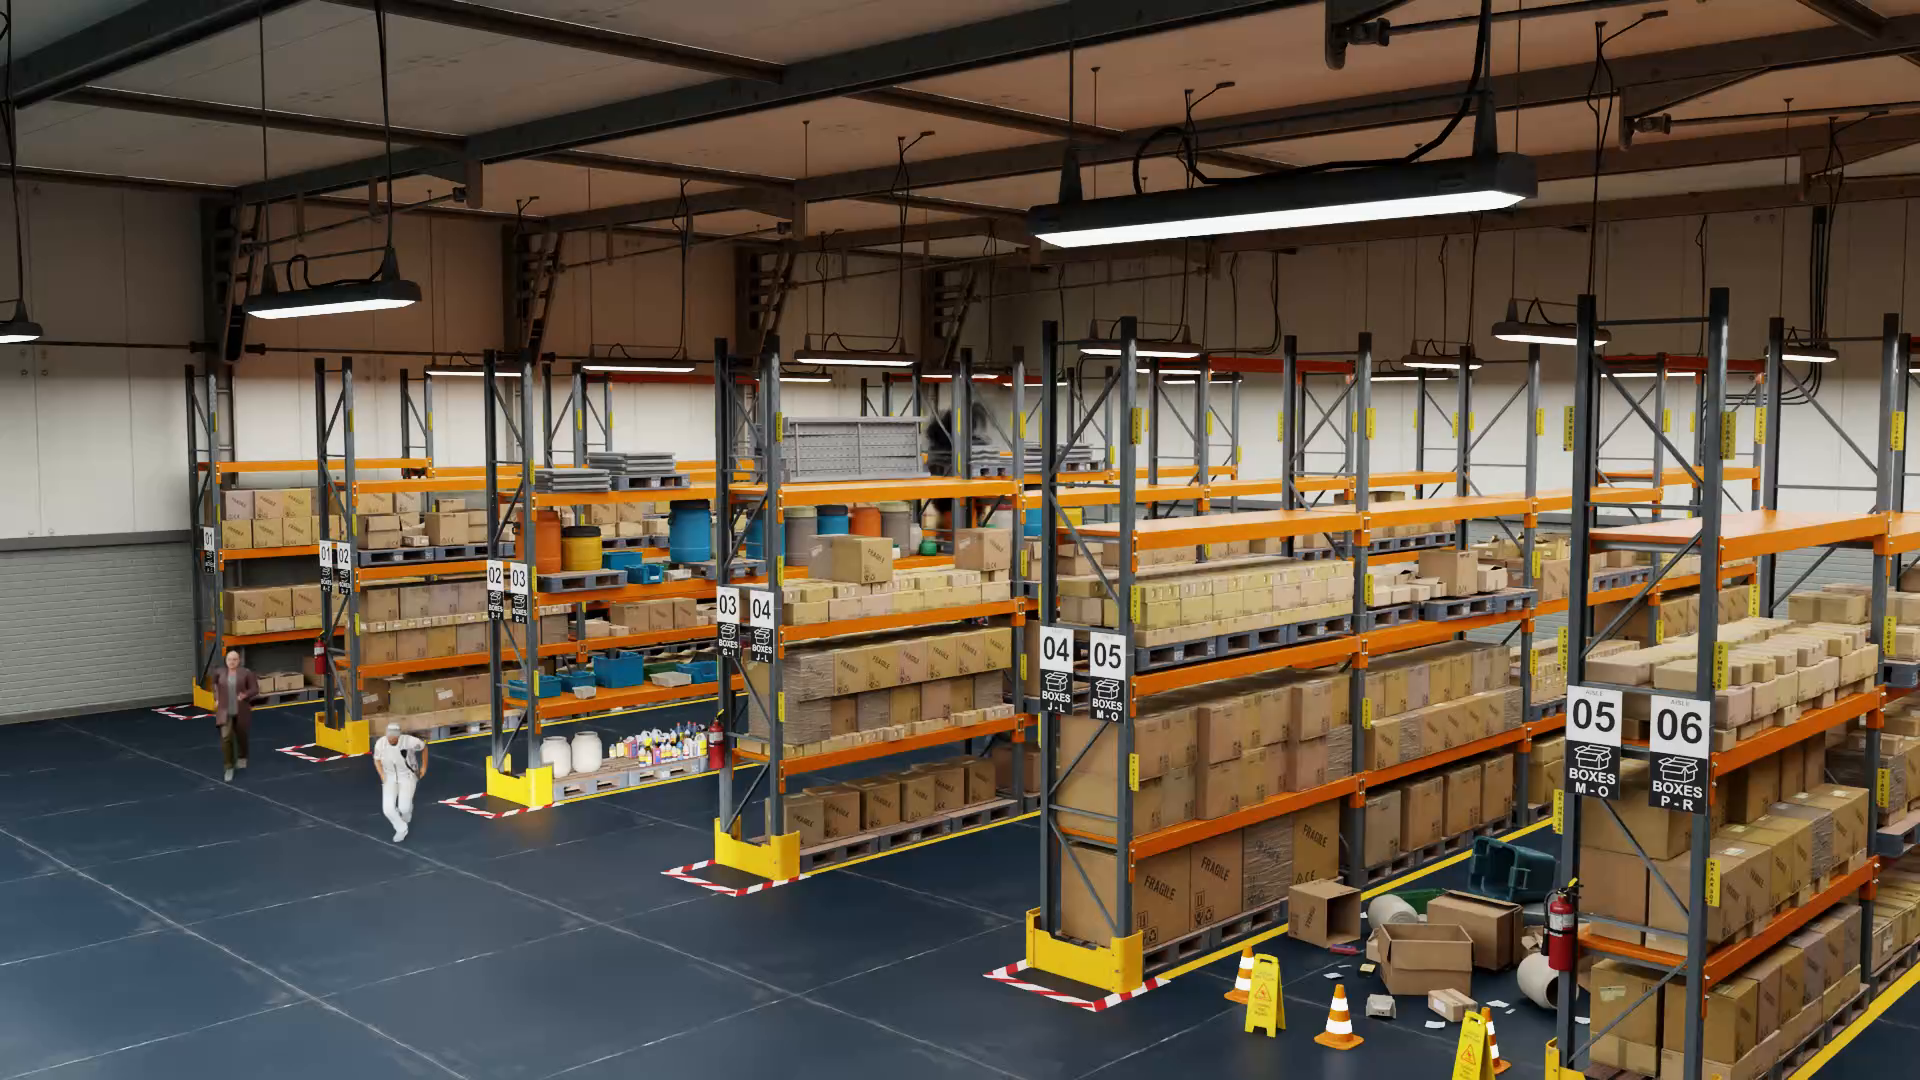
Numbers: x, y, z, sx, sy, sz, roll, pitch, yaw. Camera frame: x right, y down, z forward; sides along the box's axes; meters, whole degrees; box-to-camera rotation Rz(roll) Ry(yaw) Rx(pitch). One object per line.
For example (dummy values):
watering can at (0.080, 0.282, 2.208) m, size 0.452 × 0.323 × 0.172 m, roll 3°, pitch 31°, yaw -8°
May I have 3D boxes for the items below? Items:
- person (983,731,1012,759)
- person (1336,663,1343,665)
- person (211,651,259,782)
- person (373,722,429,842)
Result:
person at (0.541, 2.441, 24.234) m, size 0.726 × 1.755 × 0.961 m, roll 4°, pitch 6°, yaw 40°
person at (5.292, 2.536, 23.265) m, size 0.575 × 1.645 × 0.894 m, roll 3°, pitch 6°, yaw 38°
person at (-10.319, 2.515, 23.695) m, size 0.638 × 1.740 × 0.996 m, roll -2°, pitch 5°, yaw -19°
person at (-6.731, 2.897, 20.057) m, size 0.619 × 1.515 × 0.850 m, roll -1°, pitch 4°, yaw -7°
